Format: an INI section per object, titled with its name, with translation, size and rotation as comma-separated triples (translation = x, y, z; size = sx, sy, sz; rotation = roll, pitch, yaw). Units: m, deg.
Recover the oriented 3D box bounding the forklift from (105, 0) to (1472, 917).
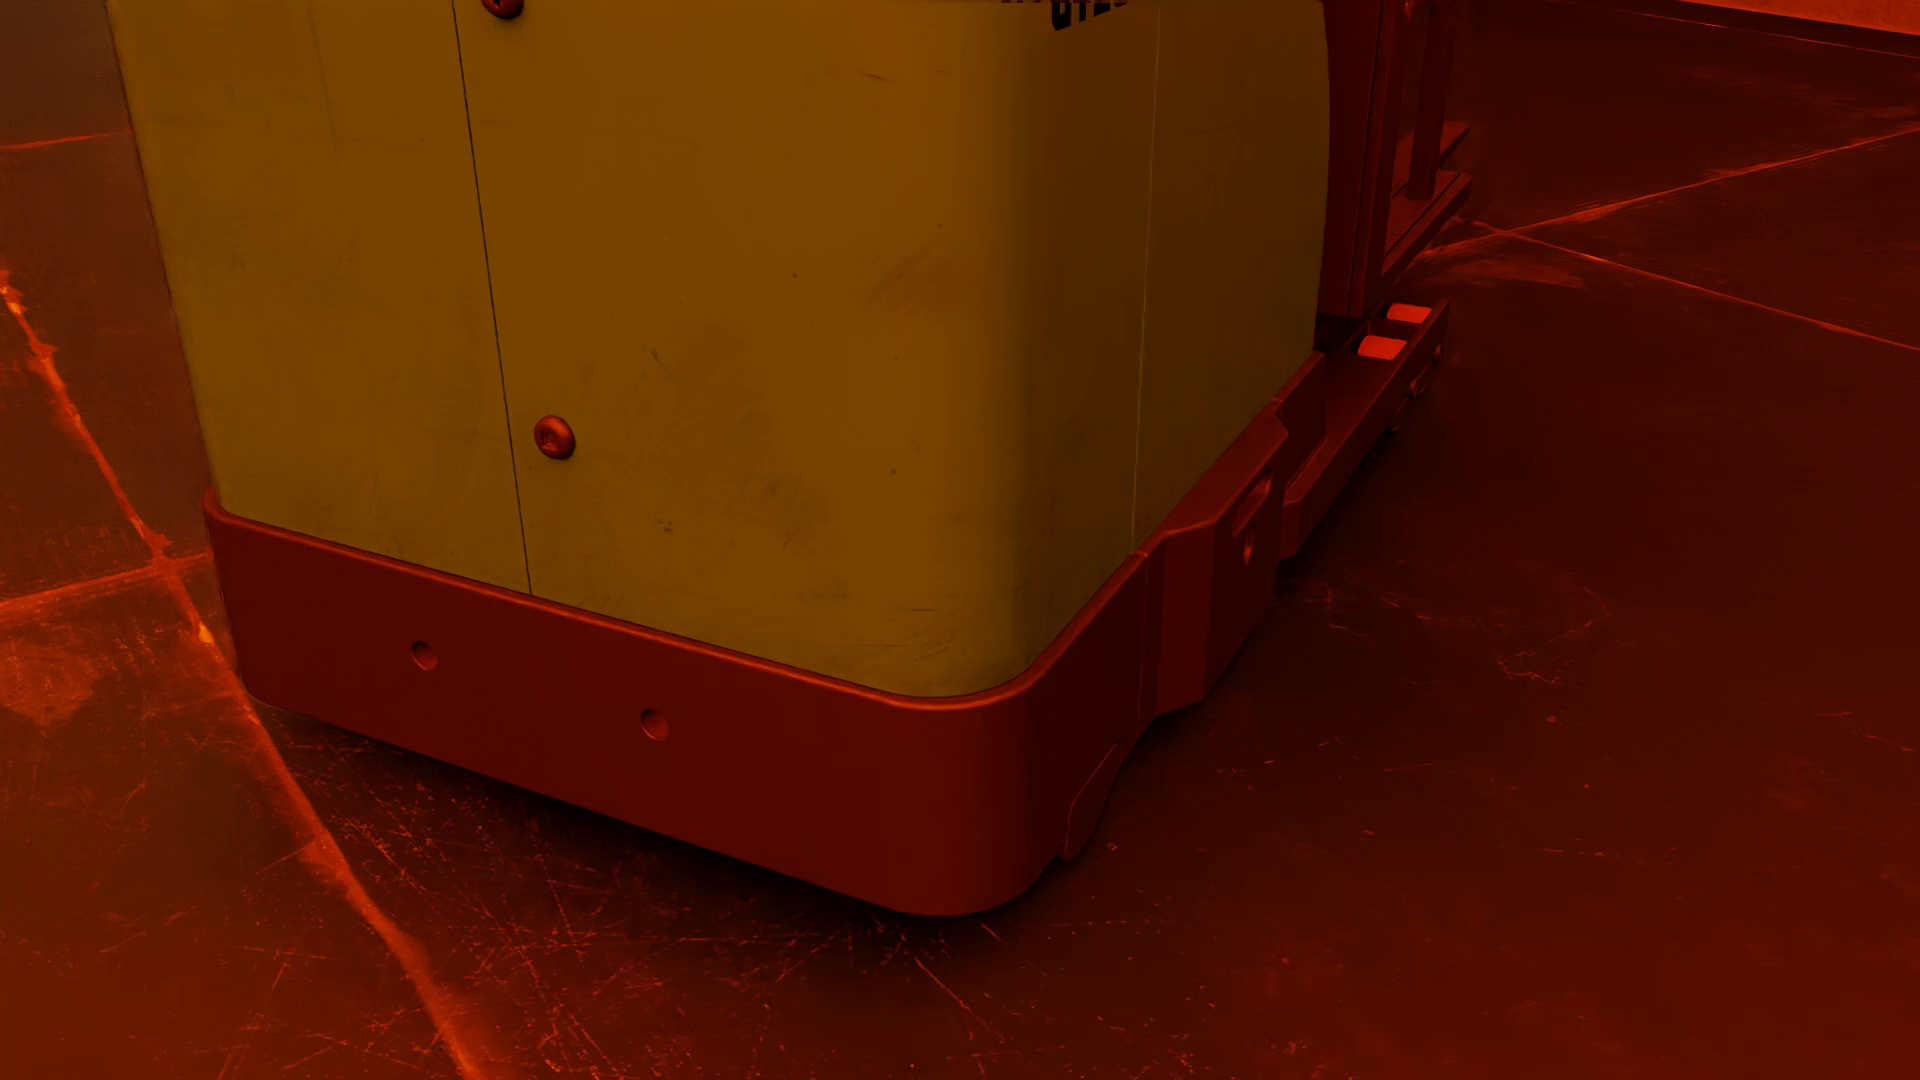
[forklift]
translation = 0.238, -1.576, 2.372
size = 1.130, 2.935, 3.031
rotation = 13, 29, 24
